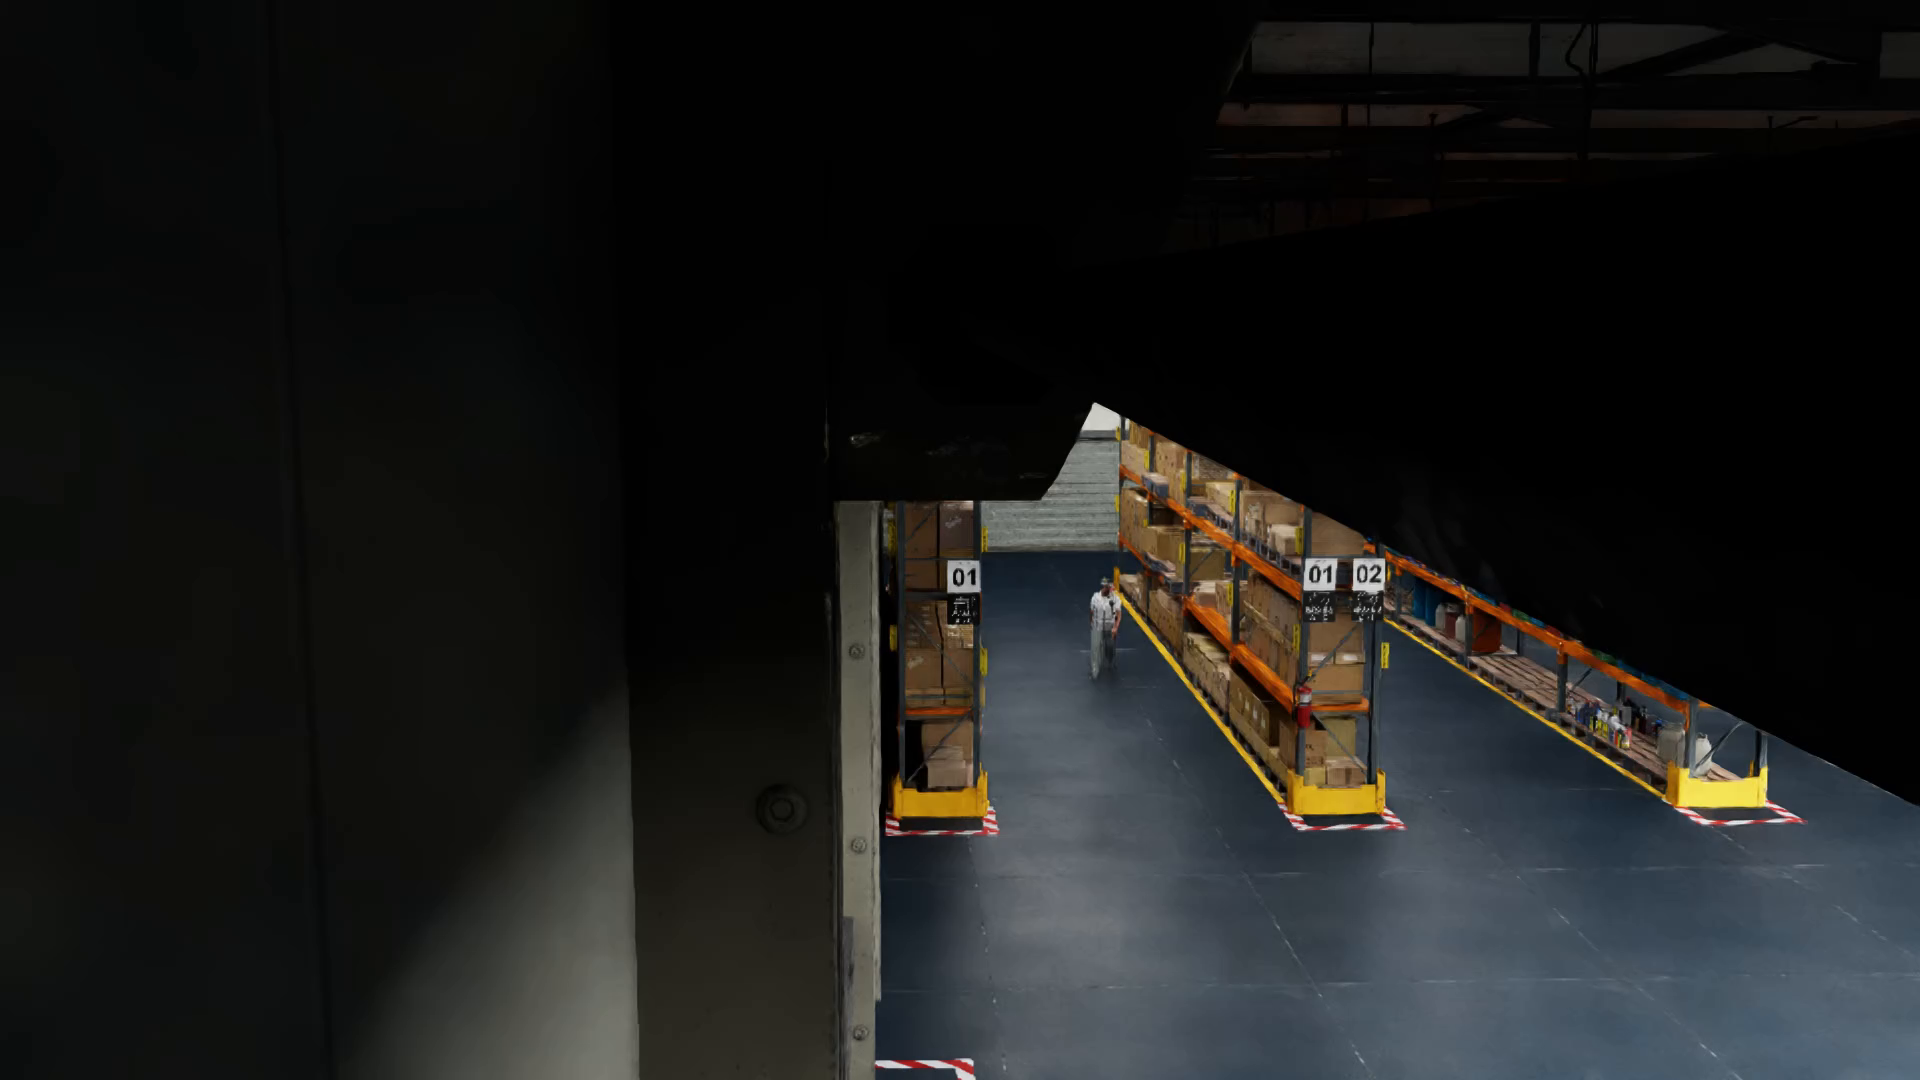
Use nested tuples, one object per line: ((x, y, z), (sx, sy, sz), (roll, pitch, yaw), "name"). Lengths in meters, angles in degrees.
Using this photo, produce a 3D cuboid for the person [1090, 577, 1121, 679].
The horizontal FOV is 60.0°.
((2.446, 1.453, 27.973), (0.532, 1.707, 1.032), (1, 8, 6), "person")
